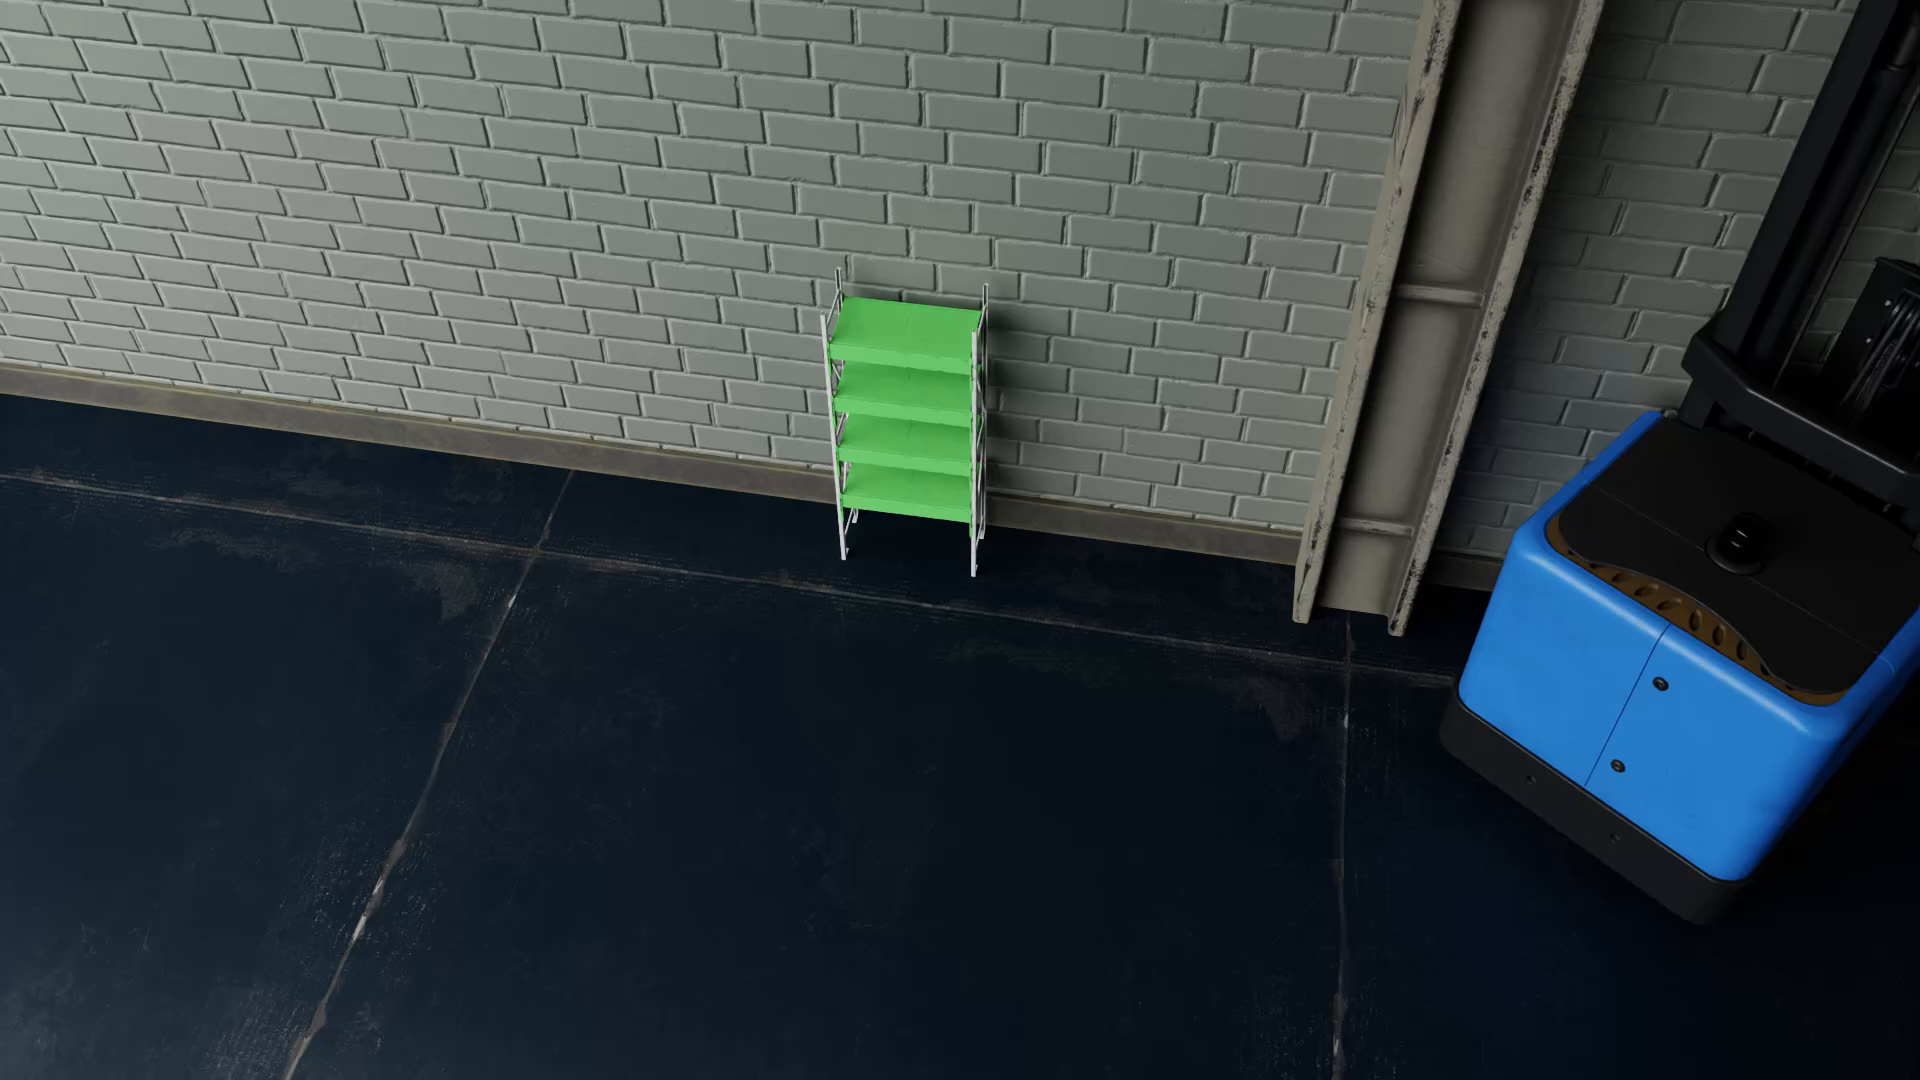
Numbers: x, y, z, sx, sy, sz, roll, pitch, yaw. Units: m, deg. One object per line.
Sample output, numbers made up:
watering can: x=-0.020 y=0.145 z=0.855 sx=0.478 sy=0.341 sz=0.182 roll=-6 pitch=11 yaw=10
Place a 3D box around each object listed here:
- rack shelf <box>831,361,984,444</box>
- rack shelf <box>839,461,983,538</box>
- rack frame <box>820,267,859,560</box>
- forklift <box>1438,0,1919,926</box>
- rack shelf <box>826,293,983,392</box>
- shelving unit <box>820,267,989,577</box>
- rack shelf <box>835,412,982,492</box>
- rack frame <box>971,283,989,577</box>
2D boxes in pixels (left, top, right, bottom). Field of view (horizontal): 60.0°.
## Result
rack shelf: x=-0.174 y=-0.493 z=5.646 sx=0.480 sy=0.148 sz=0.258 roll=7 pitch=50 yaw=6
rack shelf: x=-0.172 y=-0.179 z=6.009 sx=0.480 sy=0.148 sz=0.258 roll=7 pitch=50 yaw=6
rack frame: x=-0.414 y=-0.408 z=5.807 sx=0.015 sy=1.200 sz=0.240 roll=7 pitch=50 yaw=6
forklift: x=3.009 y=-0.780 z=4.980 sx=3.031 sy=2.935 sz=1.130 roll=-36 pitch=57 yaw=-28
rack shelf: x=-0.175 y=-0.650 z=5.465 sx=0.480 sy=0.148 sz=0.258 roll=7 pitch=50 yaw=6
shelving unit: x=-0.173 y=-0.378 z=5.779 sx=0.503 sy=1.200 sz=0.258 roll=7 pitch=50 yaw=6
rack shelf: x=-0.173 y=-0.336 z=5.828 sx=0.480 sy=0.148 sz=0.258 roll=7 pitch=50 yaw=6
rack frame: x=0.067 y=-0.347 z=5.752 sx=0.015 sy=1.200 sz=0.240 roll=7 pitch=50 yaw=6
